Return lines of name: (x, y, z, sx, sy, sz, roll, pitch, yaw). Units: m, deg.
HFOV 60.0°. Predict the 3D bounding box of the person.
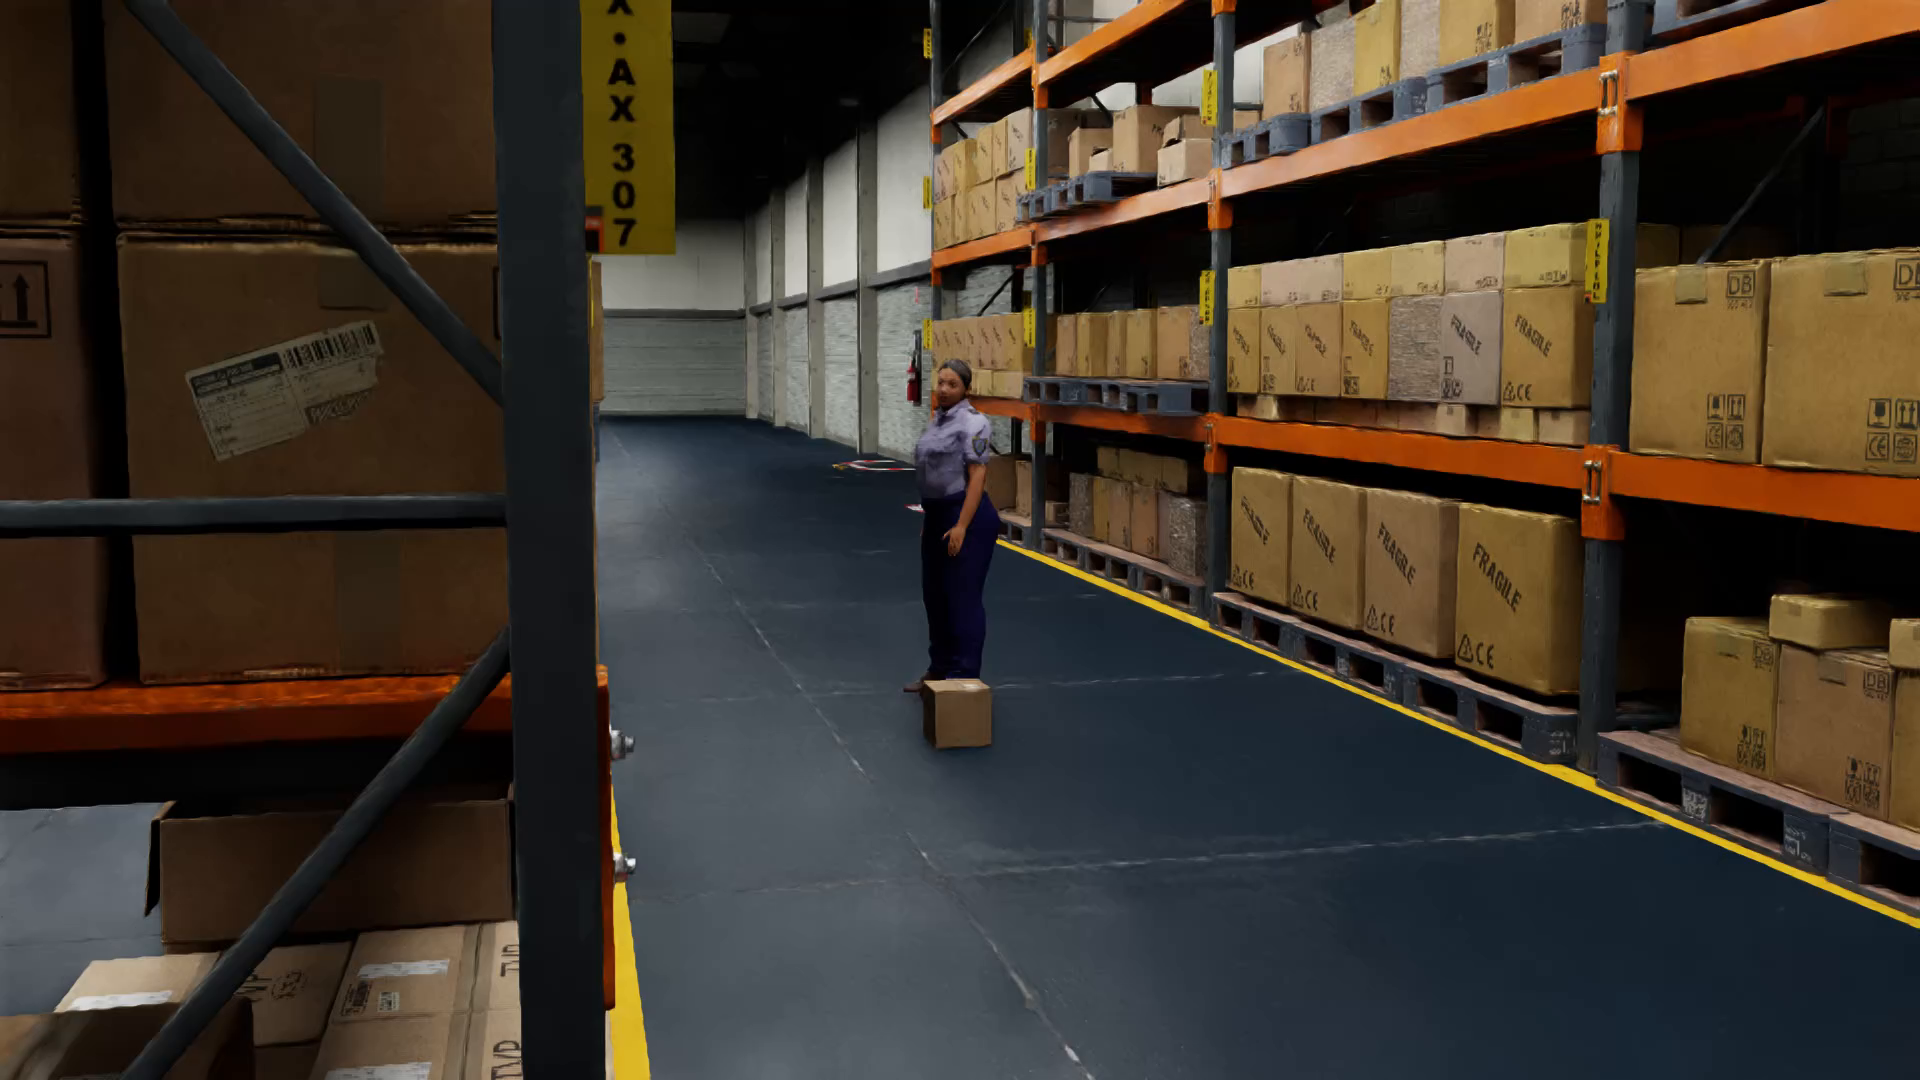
person: (-0.041, -0.047, 8.167, 0.398, 1.684, 0.515, -3, 7, -28)
